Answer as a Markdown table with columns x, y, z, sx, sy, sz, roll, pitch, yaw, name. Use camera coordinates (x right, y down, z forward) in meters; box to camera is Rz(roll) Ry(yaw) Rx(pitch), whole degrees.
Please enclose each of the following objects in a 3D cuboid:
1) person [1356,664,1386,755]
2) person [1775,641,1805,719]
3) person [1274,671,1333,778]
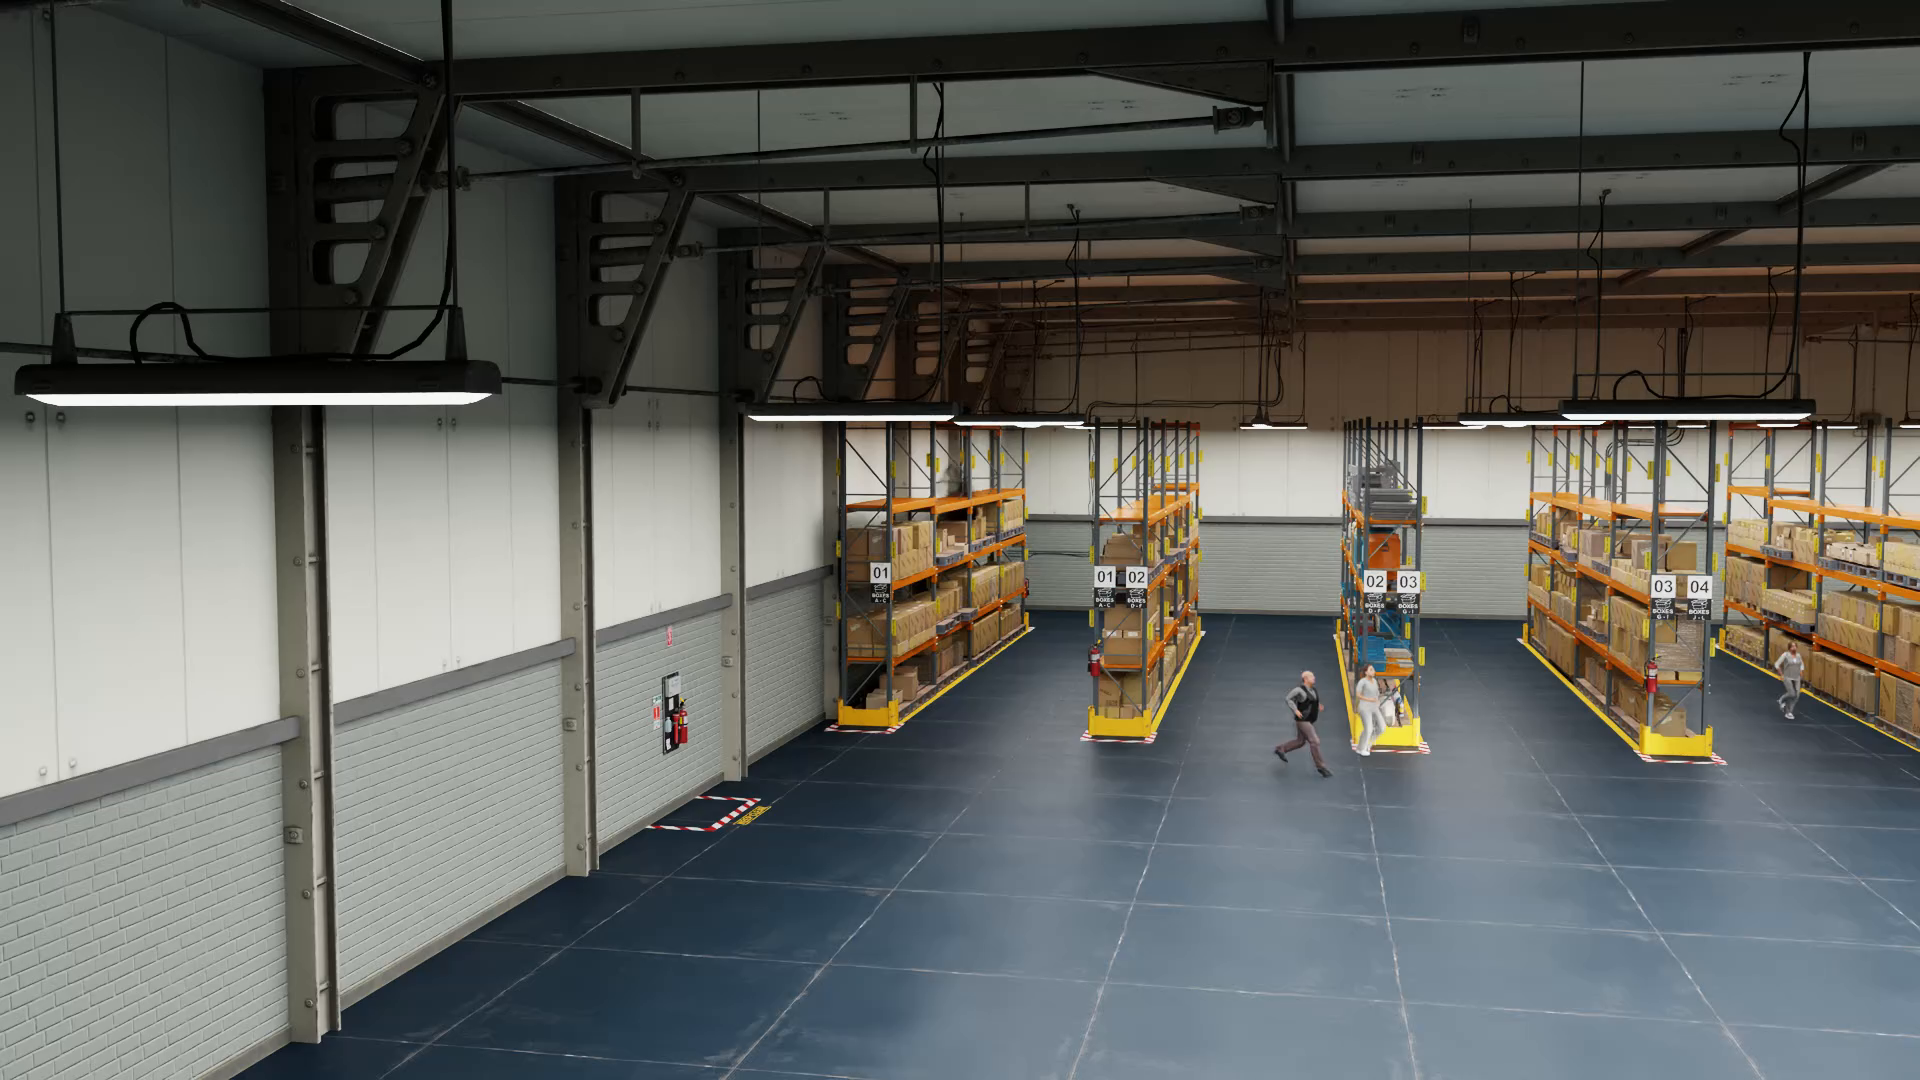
| x | y | z | sx | sy | sz | roll | pitch | yaw | name |
| --- | --- | --- | --- | --- | --- | --- | --- | --- | --- |
| 7.242 | 2.991 | 29.300 | 0.566 | 1.629 | 0.547 | -2 | 4 | -33 | person |
| 16.599 | 2.795 | 33.183 | 0.533 | 1.557 | 0.541 | 0 | 4 | 1 | person |
| 5.782 | 3.061 | 27.907 | 1.110 | 1.741 | 0.623 | 2 | 4 | 32 | person |
